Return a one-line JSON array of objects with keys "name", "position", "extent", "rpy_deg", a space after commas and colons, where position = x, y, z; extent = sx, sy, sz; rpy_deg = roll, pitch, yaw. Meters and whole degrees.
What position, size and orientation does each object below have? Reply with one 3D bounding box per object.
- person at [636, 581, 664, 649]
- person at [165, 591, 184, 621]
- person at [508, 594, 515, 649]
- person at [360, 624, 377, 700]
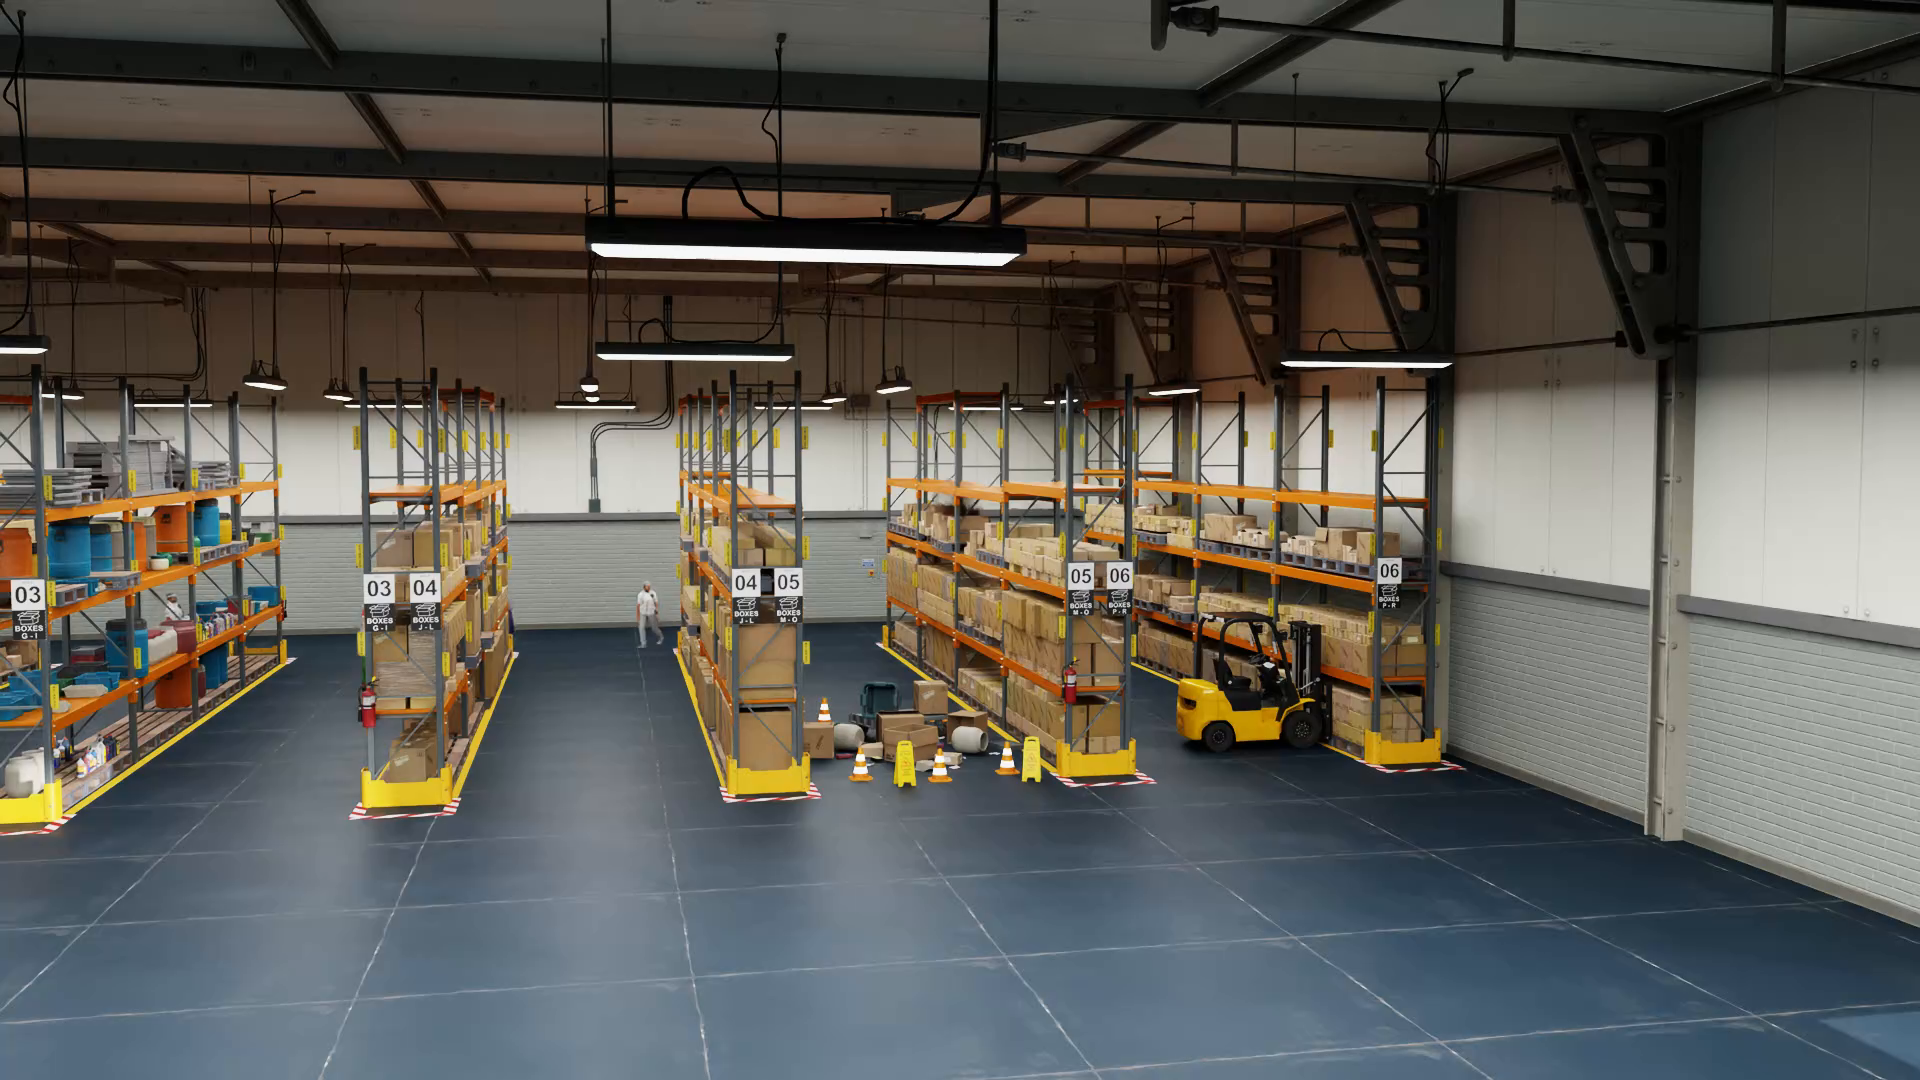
[{"name": "person", "position": [-7.537, 1.794, 40.192], "extent": [0.523, 1.615, 0.807], "rpy_deg": [1, 3, 13]}, {"name": "person", "position": [-17.605, 1.960, 37.147], "extent": [0.905, 1.656, 0.434], "rpy_deg": [-2, 4, -35]}, {"name": "person", "position": [-10.941, 1.813, 39.775], "extent": [0.603, 1.616, 0.508], "rpy_deg": [1, 4, 23]}, {"name": "person", "position": [-11.276, 2.208, 31.946], "extent": [0.480, 1.806, 0.595], "rpy_deg": [2, 4, 27]}]
